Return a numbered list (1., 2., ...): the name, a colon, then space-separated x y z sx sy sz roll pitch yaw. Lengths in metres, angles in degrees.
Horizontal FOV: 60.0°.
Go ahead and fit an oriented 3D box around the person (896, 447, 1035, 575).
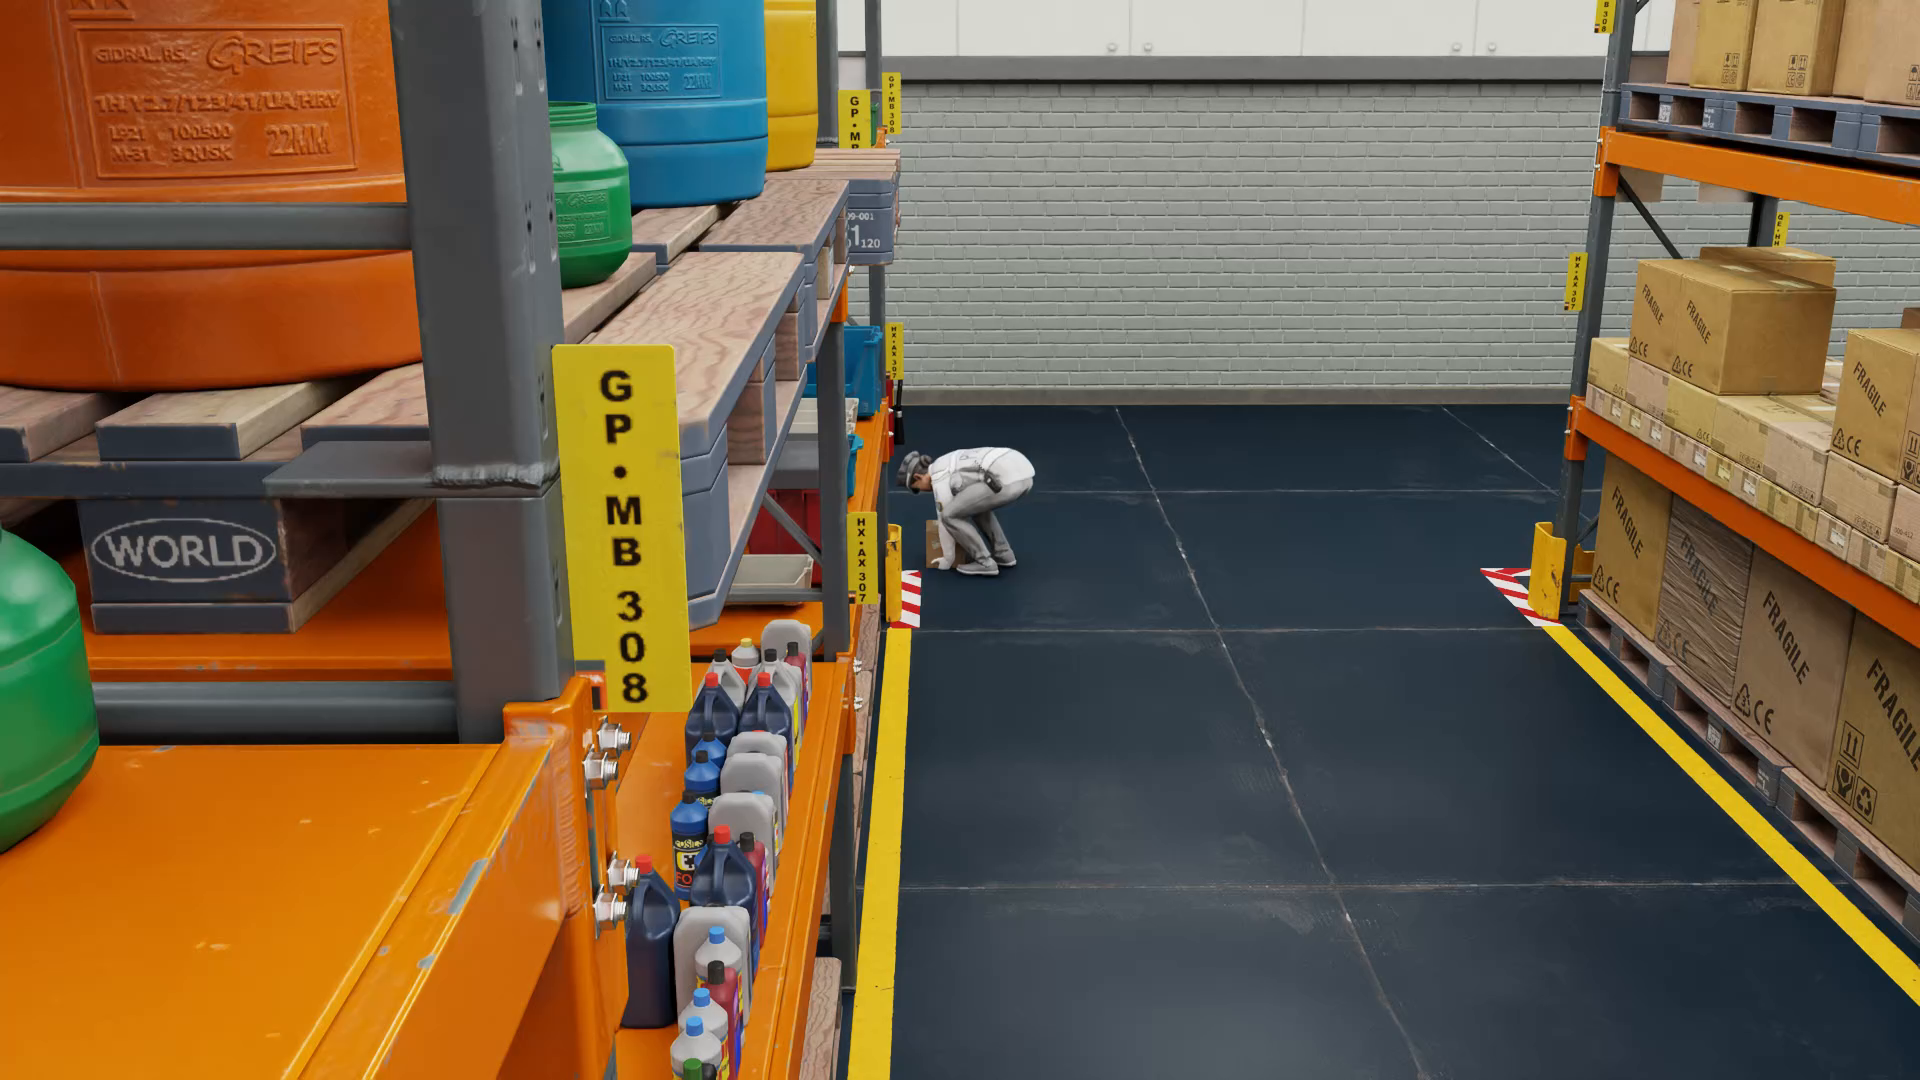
1. person: 0.031 -0.205 10.694 0.902 0.812 0.467 9 19 26
